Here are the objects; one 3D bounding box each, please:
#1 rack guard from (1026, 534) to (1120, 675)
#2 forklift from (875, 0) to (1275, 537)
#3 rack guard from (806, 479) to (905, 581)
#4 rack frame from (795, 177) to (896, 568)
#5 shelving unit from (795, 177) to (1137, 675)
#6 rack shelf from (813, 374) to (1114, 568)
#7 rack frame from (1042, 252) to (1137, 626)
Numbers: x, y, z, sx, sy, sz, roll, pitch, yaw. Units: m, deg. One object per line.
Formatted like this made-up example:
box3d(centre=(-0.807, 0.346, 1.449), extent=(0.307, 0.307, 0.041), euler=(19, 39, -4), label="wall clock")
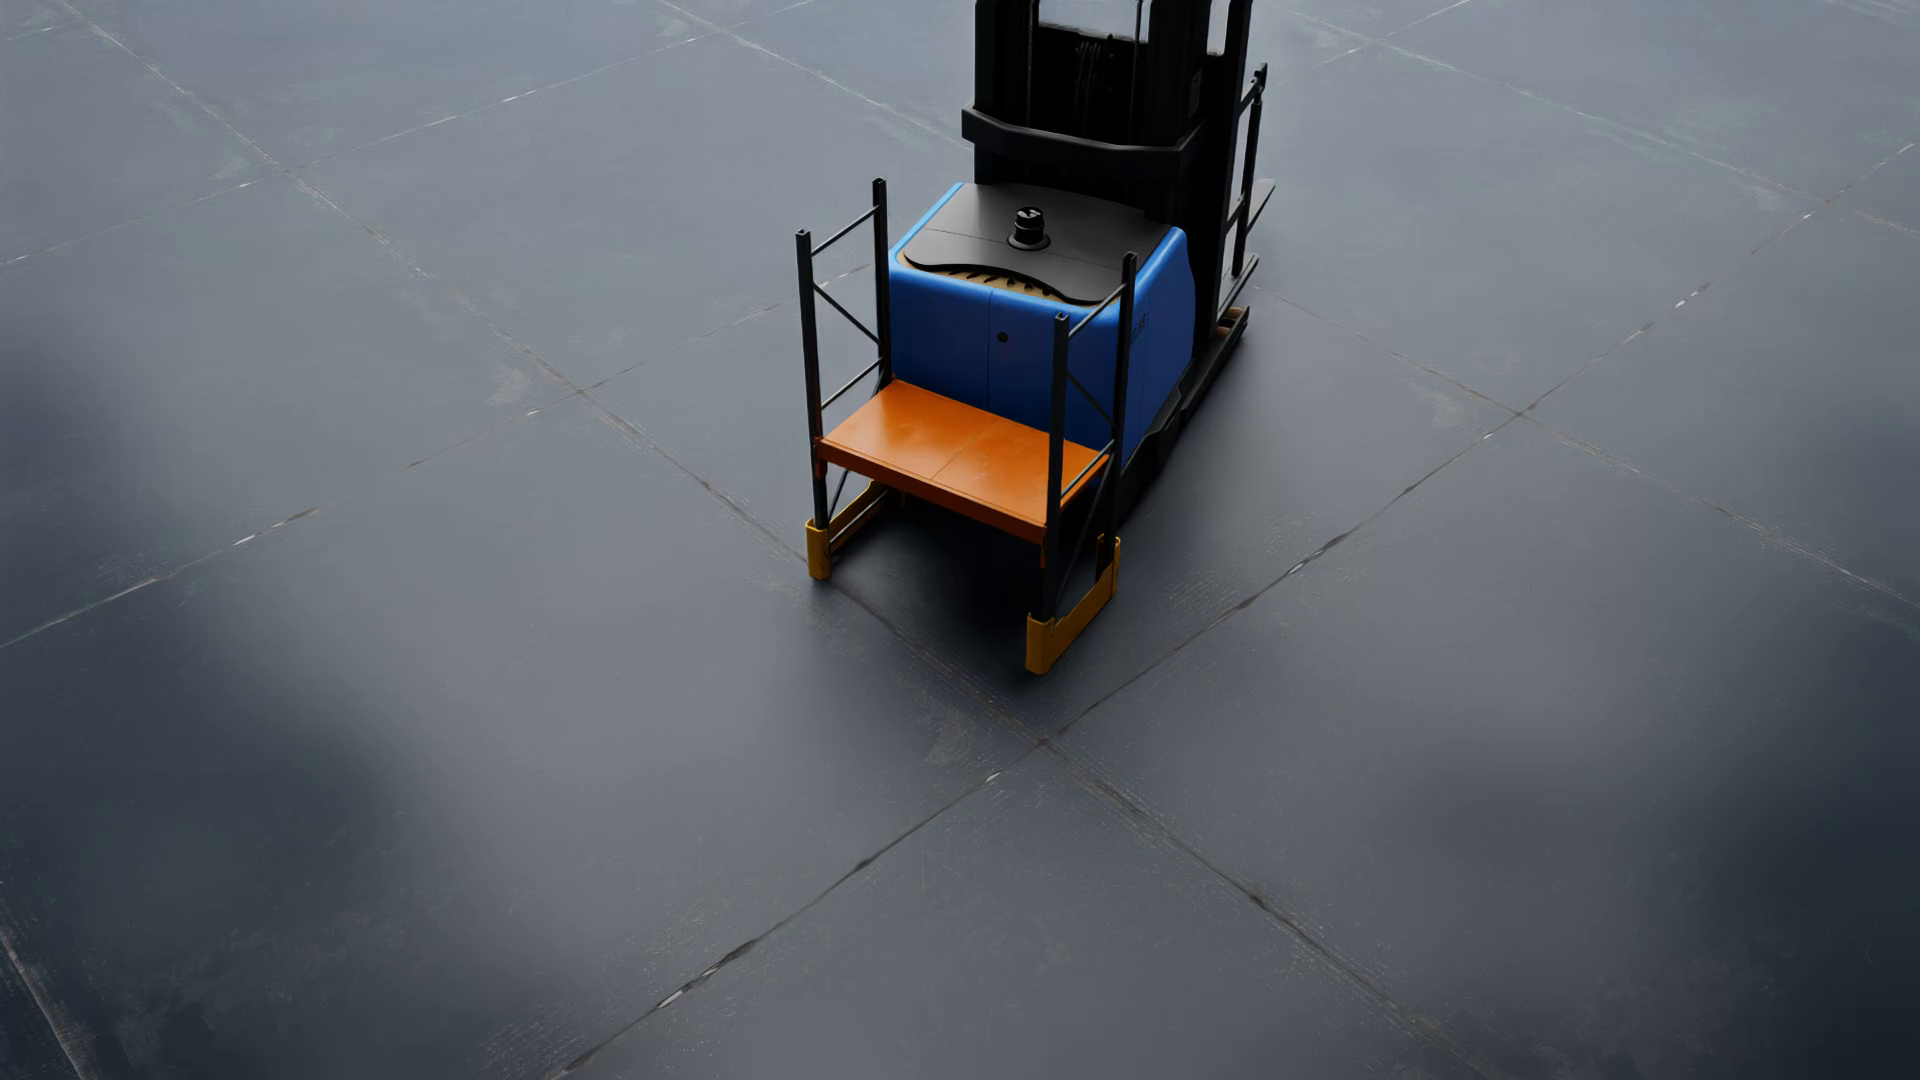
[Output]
box3d(centre=(0.428, 0.237, 6.258), extent=(0.087, 0.250, 0.587), euler=(22, 44, 25), label="rack guard")
box3d(centre=(0.725, -2.076, 6.987), extent=(1.130, 2.935, 3.031), euler=(16, 42, 19), label="forklift")
box3d(centre=(-0.412, -0.100, 6.675), extent=(0.087, 0.250, 0.587), euler=(22, 44, 25), label="rack guard")
box3d(centre=(-0.413, -0.587, 6.283), extent=(0.032, 1.500, 0.500), euler=(22, 44, 25), label="rack frame")
box3d(centre=(0.008, -0.418, 6.074), extent=(1.083, 1.500, 0.587), euler=(22, 44, 25), label="shelving unit")
box3d(centre=(0.016, -0.275, 6.183), extent=(1.000, 0.185, 0.538), euler=(22, 44, 25), label="rack shelf")
box3d(centre=(0.444, -0.243, 5.857), extent=(0.032, 1.500, 0.500), euler=(22, 44, 25), label="rack frame")
